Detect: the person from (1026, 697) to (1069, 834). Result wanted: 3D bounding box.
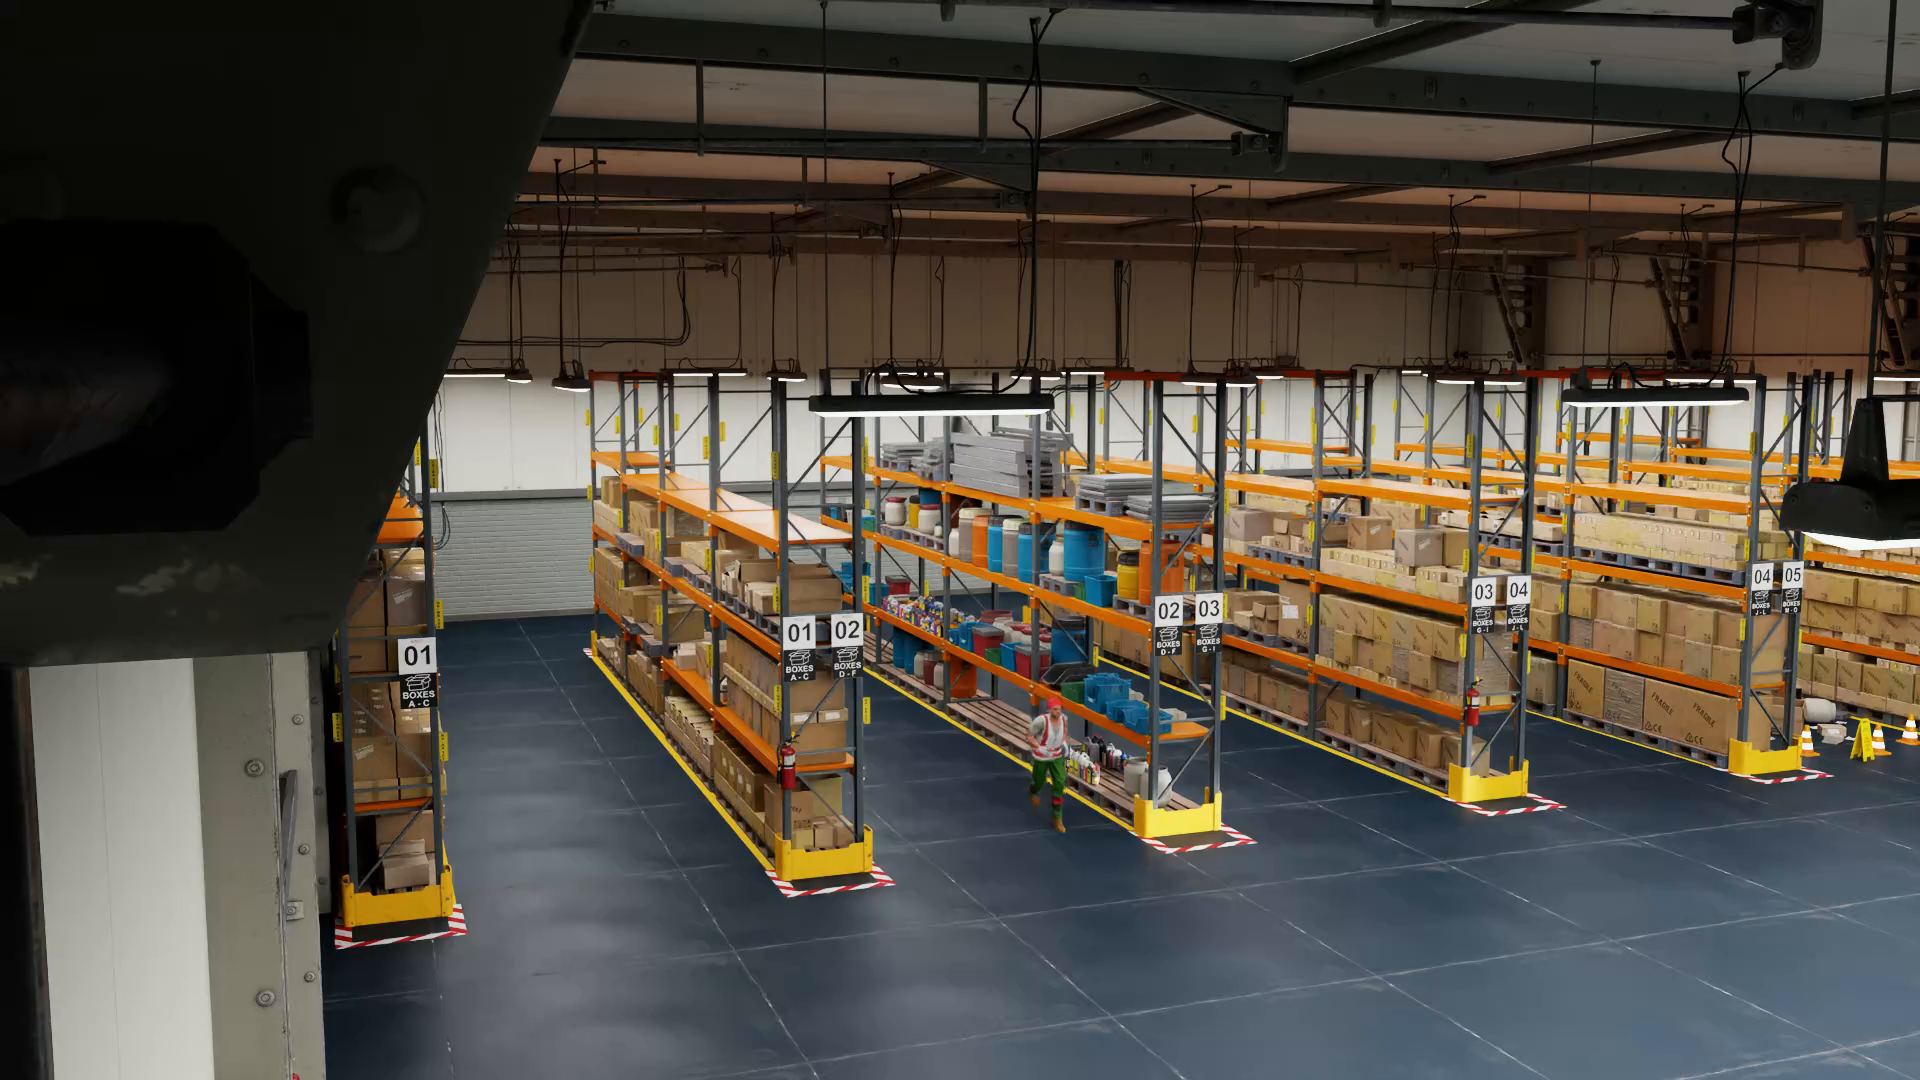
[{"bbox_3d":[1.172,2.957,22.459,0.660,1.774,1.134,-2,7,-18],"label":"person"}]
